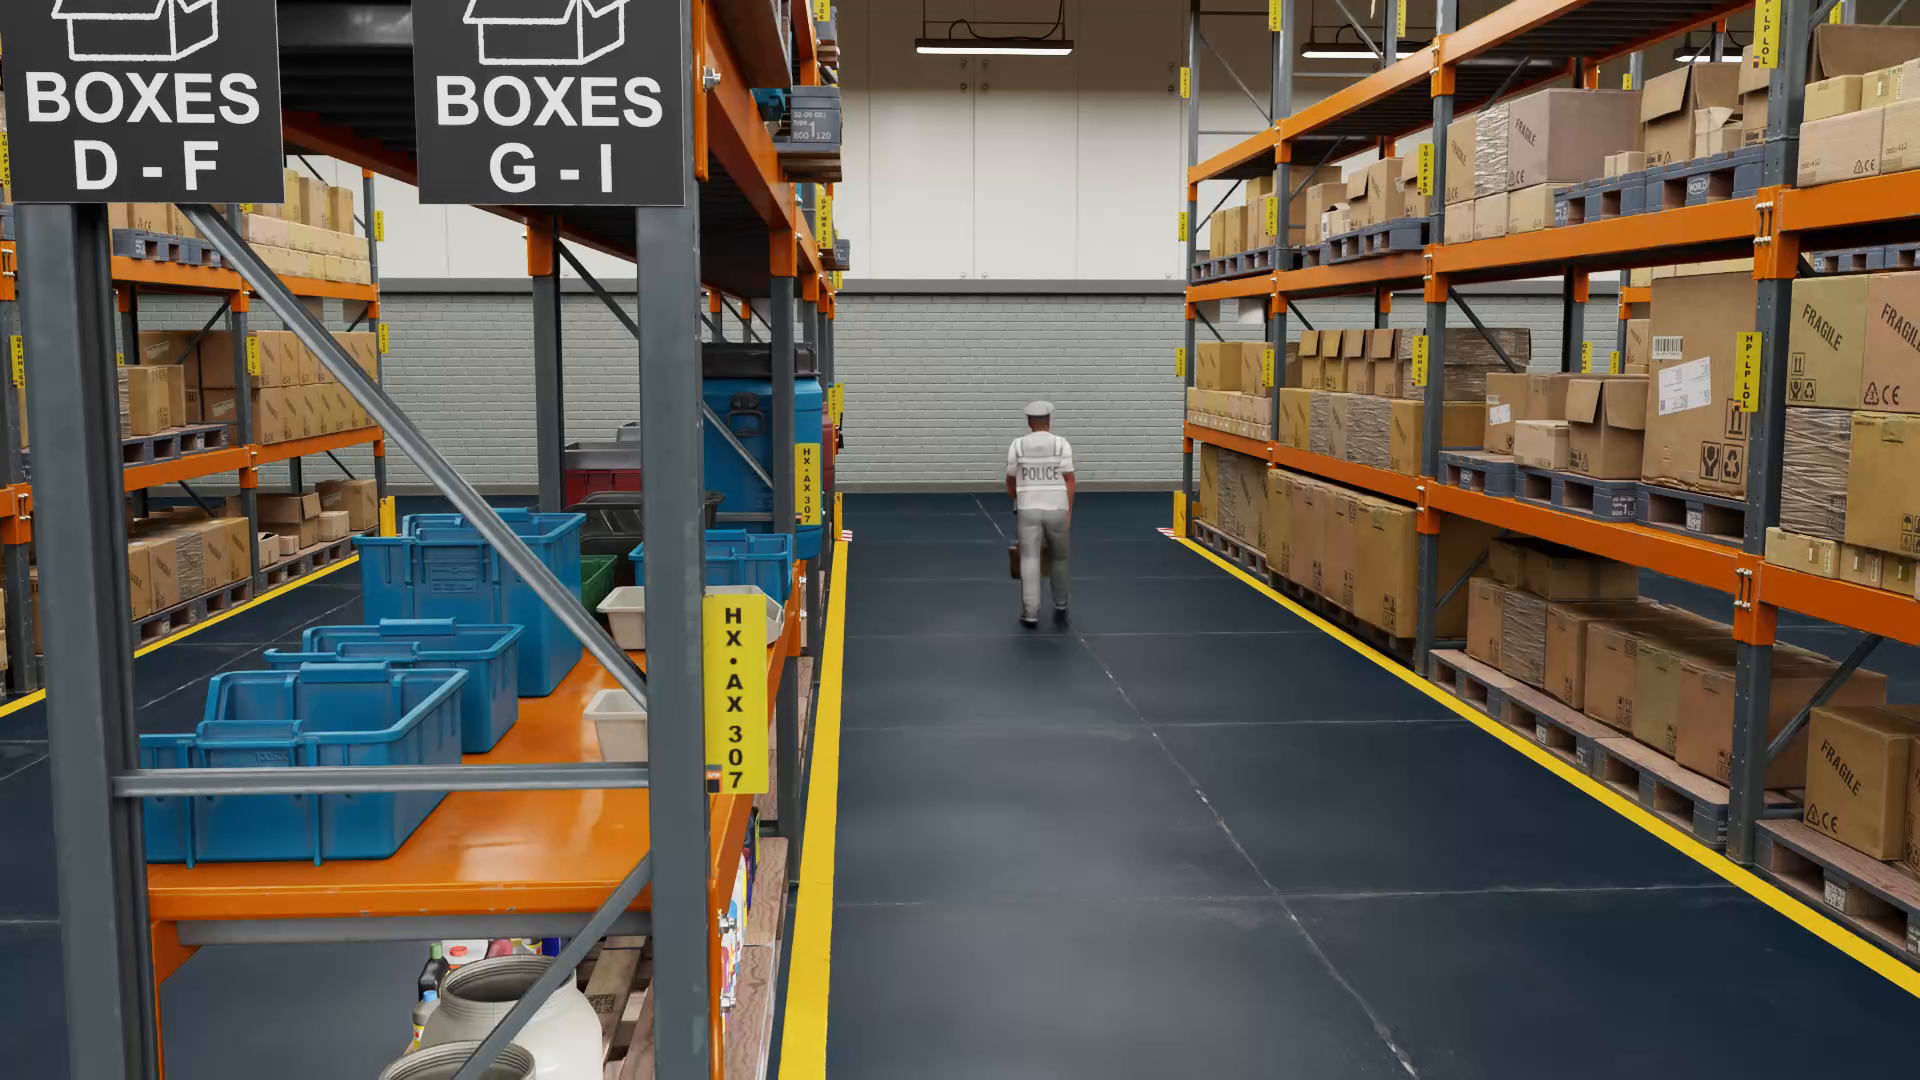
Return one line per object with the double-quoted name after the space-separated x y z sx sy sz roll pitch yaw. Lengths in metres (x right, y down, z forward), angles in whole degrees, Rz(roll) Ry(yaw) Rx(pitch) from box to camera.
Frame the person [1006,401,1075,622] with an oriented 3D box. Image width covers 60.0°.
0.641 -0.249 13.251 0.549 1.716 1.011 0 7 3 "person"
